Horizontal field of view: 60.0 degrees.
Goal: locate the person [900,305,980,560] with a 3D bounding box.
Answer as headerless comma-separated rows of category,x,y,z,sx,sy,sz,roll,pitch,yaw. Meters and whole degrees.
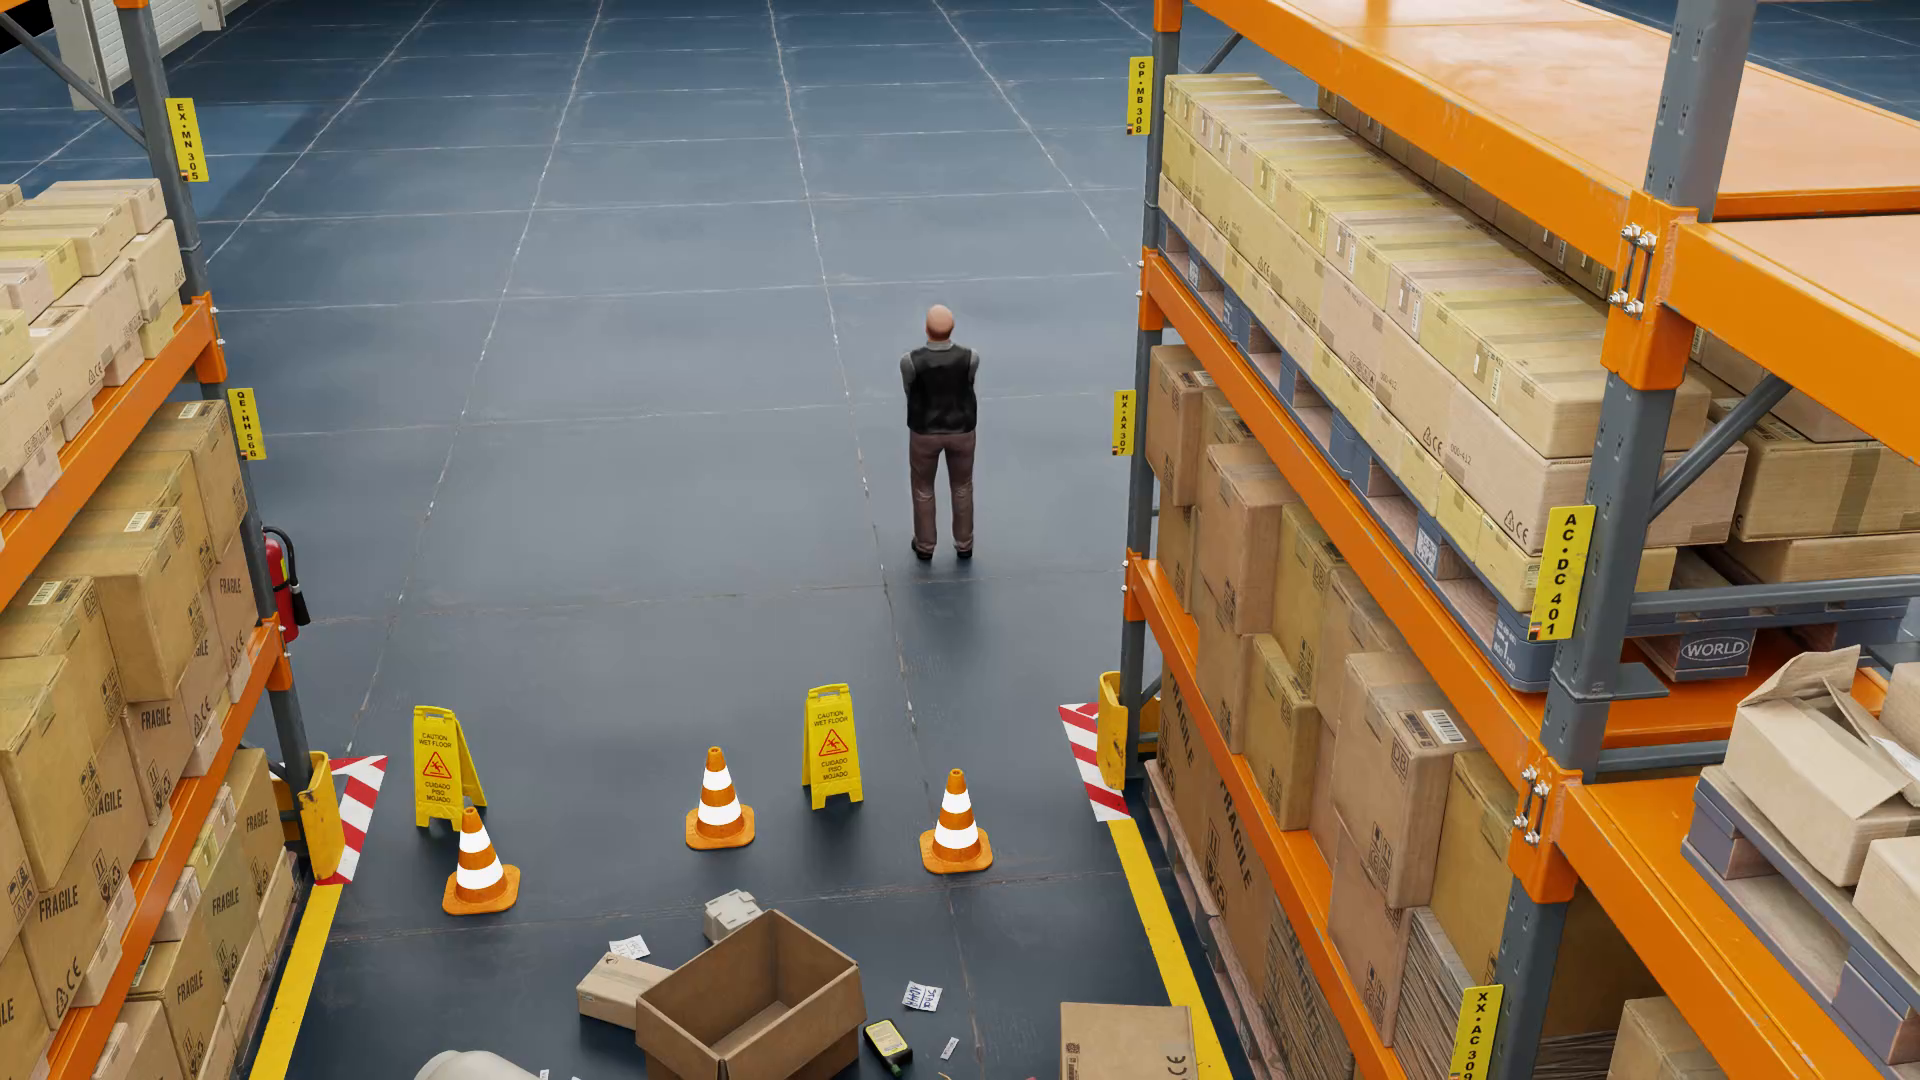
person,-0.140,-0.717,10.552,0.494,1.709,0.551,-3,27,-7
